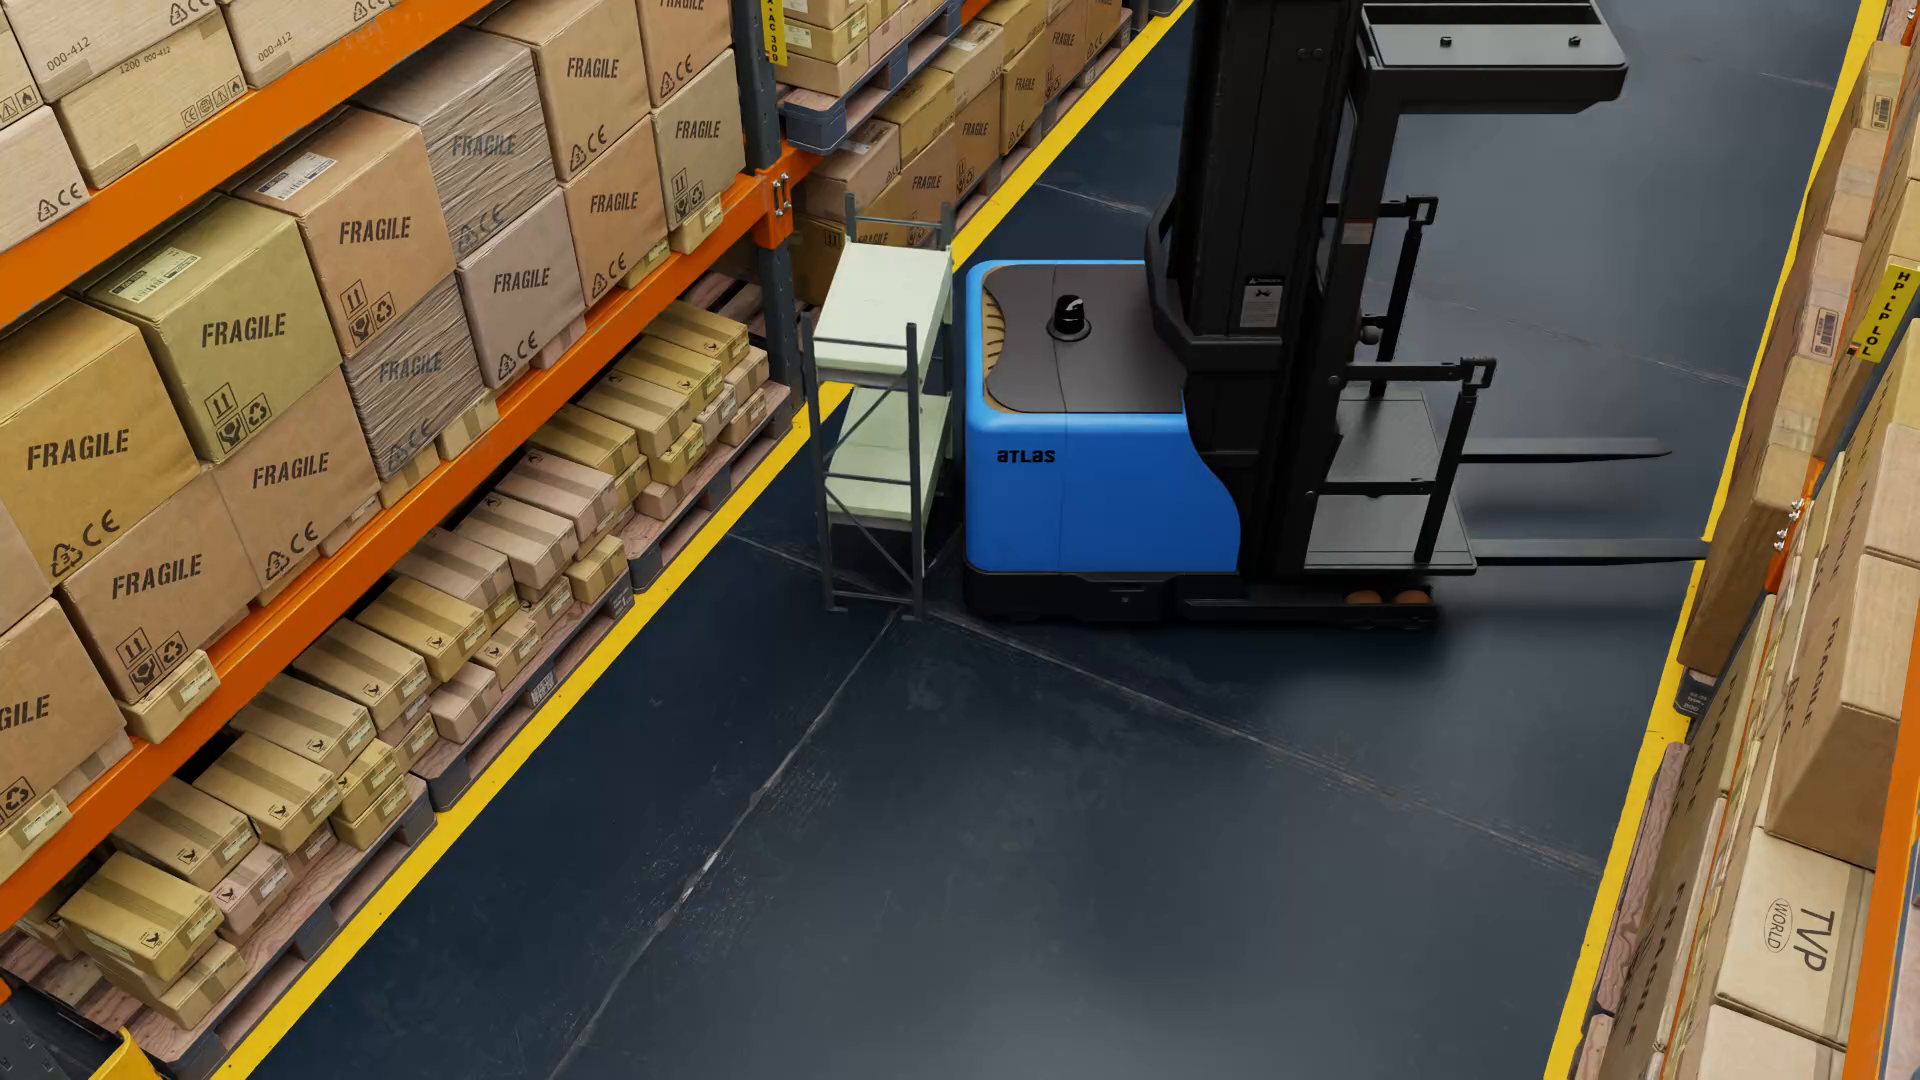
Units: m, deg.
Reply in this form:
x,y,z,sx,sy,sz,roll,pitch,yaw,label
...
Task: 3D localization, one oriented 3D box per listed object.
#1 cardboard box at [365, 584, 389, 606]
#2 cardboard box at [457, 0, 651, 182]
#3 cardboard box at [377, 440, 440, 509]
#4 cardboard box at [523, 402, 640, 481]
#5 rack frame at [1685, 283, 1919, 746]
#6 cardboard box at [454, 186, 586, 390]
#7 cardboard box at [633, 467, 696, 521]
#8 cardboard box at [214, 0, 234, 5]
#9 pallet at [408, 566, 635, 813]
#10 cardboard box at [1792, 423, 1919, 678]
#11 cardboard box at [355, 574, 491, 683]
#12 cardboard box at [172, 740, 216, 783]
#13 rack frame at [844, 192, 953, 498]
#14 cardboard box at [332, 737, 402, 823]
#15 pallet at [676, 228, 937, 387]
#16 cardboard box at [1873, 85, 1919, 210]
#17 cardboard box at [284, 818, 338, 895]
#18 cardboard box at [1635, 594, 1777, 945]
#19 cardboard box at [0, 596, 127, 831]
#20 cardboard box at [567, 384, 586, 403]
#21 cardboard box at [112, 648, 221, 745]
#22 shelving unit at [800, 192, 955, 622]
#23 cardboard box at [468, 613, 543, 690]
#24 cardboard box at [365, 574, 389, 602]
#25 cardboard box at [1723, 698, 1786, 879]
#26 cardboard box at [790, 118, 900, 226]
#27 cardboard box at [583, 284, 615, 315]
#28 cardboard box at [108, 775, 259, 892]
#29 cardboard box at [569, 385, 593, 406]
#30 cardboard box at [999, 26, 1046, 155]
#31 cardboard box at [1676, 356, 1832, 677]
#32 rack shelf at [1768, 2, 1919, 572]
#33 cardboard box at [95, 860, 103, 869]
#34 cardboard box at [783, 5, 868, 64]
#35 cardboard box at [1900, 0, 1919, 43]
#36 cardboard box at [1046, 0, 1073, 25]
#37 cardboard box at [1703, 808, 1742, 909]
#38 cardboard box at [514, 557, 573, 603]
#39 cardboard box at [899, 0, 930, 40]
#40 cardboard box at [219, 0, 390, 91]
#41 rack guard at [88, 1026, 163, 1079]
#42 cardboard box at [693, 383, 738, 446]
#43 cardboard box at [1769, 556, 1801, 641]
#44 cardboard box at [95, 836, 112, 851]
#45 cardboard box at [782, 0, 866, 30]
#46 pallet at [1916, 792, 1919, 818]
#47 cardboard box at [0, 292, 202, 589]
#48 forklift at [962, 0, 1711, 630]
x,y,z,sx,sy,sz,roll,pitch,yaw,label
-2.259,0.199,6.434,0.380,0.149,0.250,22,49,20,cardboard box
-1.399,-1.579,5.499,0.500,0.500,0.500,19,48,18,cardboard box
-1.922,-0.288,5.382,0.380,0.149,0.250,22,49,20,cardboard box
-1.502,-0.374,6.582,0.380,0.149,0.250,22,49,20,cardboard box
3.161,-0.099,5.019,1.000,3.000,0.127,20,49,19,rack frame
-1.634,-0.903,5.534,0.500,0.500,0.500,20,49,19,cardboard box
-1.326,-0.263,6.890,0.380,0.149,0.250,19,48,18,cardboard box
-1.888,-1.612,4.159,0.500,0.250,0.500,19,48,18,cardboard box
-2.031,0.386,6.500,1.003,0.211,1.213,20,49,19,pallet
2.477,0.110,4.181,0.500,0.500,0.500,20,49,19,cardboard box
-1.905,0.311,5.904,0.380,0.149,0.250,21,49,20,cardboard box
-2.810,0.715,5.715,0.380,0.149,0.250,19,48,17,cardboard box
-0.232,-0.739,6.706,0.400,1.500,0.023,6,46,6,rack frame
-2.144,0.761,5.669,0.380,0.149,0.250,22,49,20,cardboard box
-0.825,-1.311,8.178,1.003,0.211,1.213,20,49,19,pallet
3.845,-1.474,6.308,0.500,0.500,0.500,21,49,19,cardboard box
-2.357,0.999,5.643,0.380,0.149,0.250,21,49,19,cardboard box
2.784,0.889,5.241,0.875,0.875,0.875,20,49,19,cardboard box
-2.589,0.388,4.258,0.500,0.500,0.500,23,50,21,cardboard box
-1.783,-0.677,6.881,0.380,0.149,0.250,20,49,19,cardboard box
-2.348,0.386,4.716,0.380,0.149,0.250,19,48,18,cardboard box
-0.289,-0.482,6.452,0.431,1.500,0.755,6,46,6,shelving unit
-1.809,0.370,6.264,0.380,0.149,0.250,20,49,19,cardboard box
-2.343,0.046,6.375,0.380,0.149,0.250,21,49,19,cardboard box
2.240,0.698,4.127,0.500,0.250,0.500,22,49,20,cardboard box
-0.608,-1.711,7.547,0.500,0.250,0.500,18,48,17,cardboard box
-1.491,-0.968,6.055,0.380,0.149,0.250,19,48,18,cardboard box
-2.476,0.933,5.289,0.380,0.149,0.250,21,49,20,cardboard box
-1.756,-0.574,6.988,0.380,0.149,0.250,20,49,19,cardboard box
0.122,-2.424,8.779,0.500,0.500,0.500,18,48,17,cardboard box
3.440,0.090,6.030,1.225,0.875,0.875,21,49,19,cardboard box
4.089,-1.106,6.520,1.077,0.370,4.000,20,49,19,rack shelf
-2.953,0.978,5.664,0.380,0.149,0.250,22,49,20,cardboard box
-0.595,-2.061,6.630,0.380,0.149,0.250,21,49,20,cardboard box
5.814,-3.037,9.371,0.700,0.500,0.500,24,50,22,cardboard box
0.362,-3.014,8.835,0.500,0.250,0.500,21,49,20,cardboard box
2.128,0.882,4.226,0.380,0.149,0.250,21,49,19,cardboard box
-1.720,0.057,6.365,0.380,0.149,0.250,18,48,17,cardboard box
-0.352,-2.289,7.065,0.380,0.149,0.250,21,49,19,cardboard box
-1.882,-1.461,4.362,0.500,0.250,0.500,20,49,19,cardboard box
-3.007,1.550,5.146,1.175,0.500,0.348,20,49,19,rack guard
-1.164,-0.573,6.987,0.380,0.149,0.250,18,48,17,cardboard box
2.607,0.231,4.869,0.380,0.149,0.250,19,48,18,cardboard box
-2.853,0.808,5.413,0.380,0.149,0.250,21,49,20,cardboard box
-0.595,-2.165,6.524,0.380,0.149,0.250,23,50,21,cardboard box
2.205,0.155,2.721,1.003,0.211,1.213,20,49,19,pallet
-2.370,-0.287,4.222,0.500,0.500,0.500,22,49,20,cardboard box
1.525,-1.052,6.009,3.031,2.935,1.130,0,45,0,forklift
